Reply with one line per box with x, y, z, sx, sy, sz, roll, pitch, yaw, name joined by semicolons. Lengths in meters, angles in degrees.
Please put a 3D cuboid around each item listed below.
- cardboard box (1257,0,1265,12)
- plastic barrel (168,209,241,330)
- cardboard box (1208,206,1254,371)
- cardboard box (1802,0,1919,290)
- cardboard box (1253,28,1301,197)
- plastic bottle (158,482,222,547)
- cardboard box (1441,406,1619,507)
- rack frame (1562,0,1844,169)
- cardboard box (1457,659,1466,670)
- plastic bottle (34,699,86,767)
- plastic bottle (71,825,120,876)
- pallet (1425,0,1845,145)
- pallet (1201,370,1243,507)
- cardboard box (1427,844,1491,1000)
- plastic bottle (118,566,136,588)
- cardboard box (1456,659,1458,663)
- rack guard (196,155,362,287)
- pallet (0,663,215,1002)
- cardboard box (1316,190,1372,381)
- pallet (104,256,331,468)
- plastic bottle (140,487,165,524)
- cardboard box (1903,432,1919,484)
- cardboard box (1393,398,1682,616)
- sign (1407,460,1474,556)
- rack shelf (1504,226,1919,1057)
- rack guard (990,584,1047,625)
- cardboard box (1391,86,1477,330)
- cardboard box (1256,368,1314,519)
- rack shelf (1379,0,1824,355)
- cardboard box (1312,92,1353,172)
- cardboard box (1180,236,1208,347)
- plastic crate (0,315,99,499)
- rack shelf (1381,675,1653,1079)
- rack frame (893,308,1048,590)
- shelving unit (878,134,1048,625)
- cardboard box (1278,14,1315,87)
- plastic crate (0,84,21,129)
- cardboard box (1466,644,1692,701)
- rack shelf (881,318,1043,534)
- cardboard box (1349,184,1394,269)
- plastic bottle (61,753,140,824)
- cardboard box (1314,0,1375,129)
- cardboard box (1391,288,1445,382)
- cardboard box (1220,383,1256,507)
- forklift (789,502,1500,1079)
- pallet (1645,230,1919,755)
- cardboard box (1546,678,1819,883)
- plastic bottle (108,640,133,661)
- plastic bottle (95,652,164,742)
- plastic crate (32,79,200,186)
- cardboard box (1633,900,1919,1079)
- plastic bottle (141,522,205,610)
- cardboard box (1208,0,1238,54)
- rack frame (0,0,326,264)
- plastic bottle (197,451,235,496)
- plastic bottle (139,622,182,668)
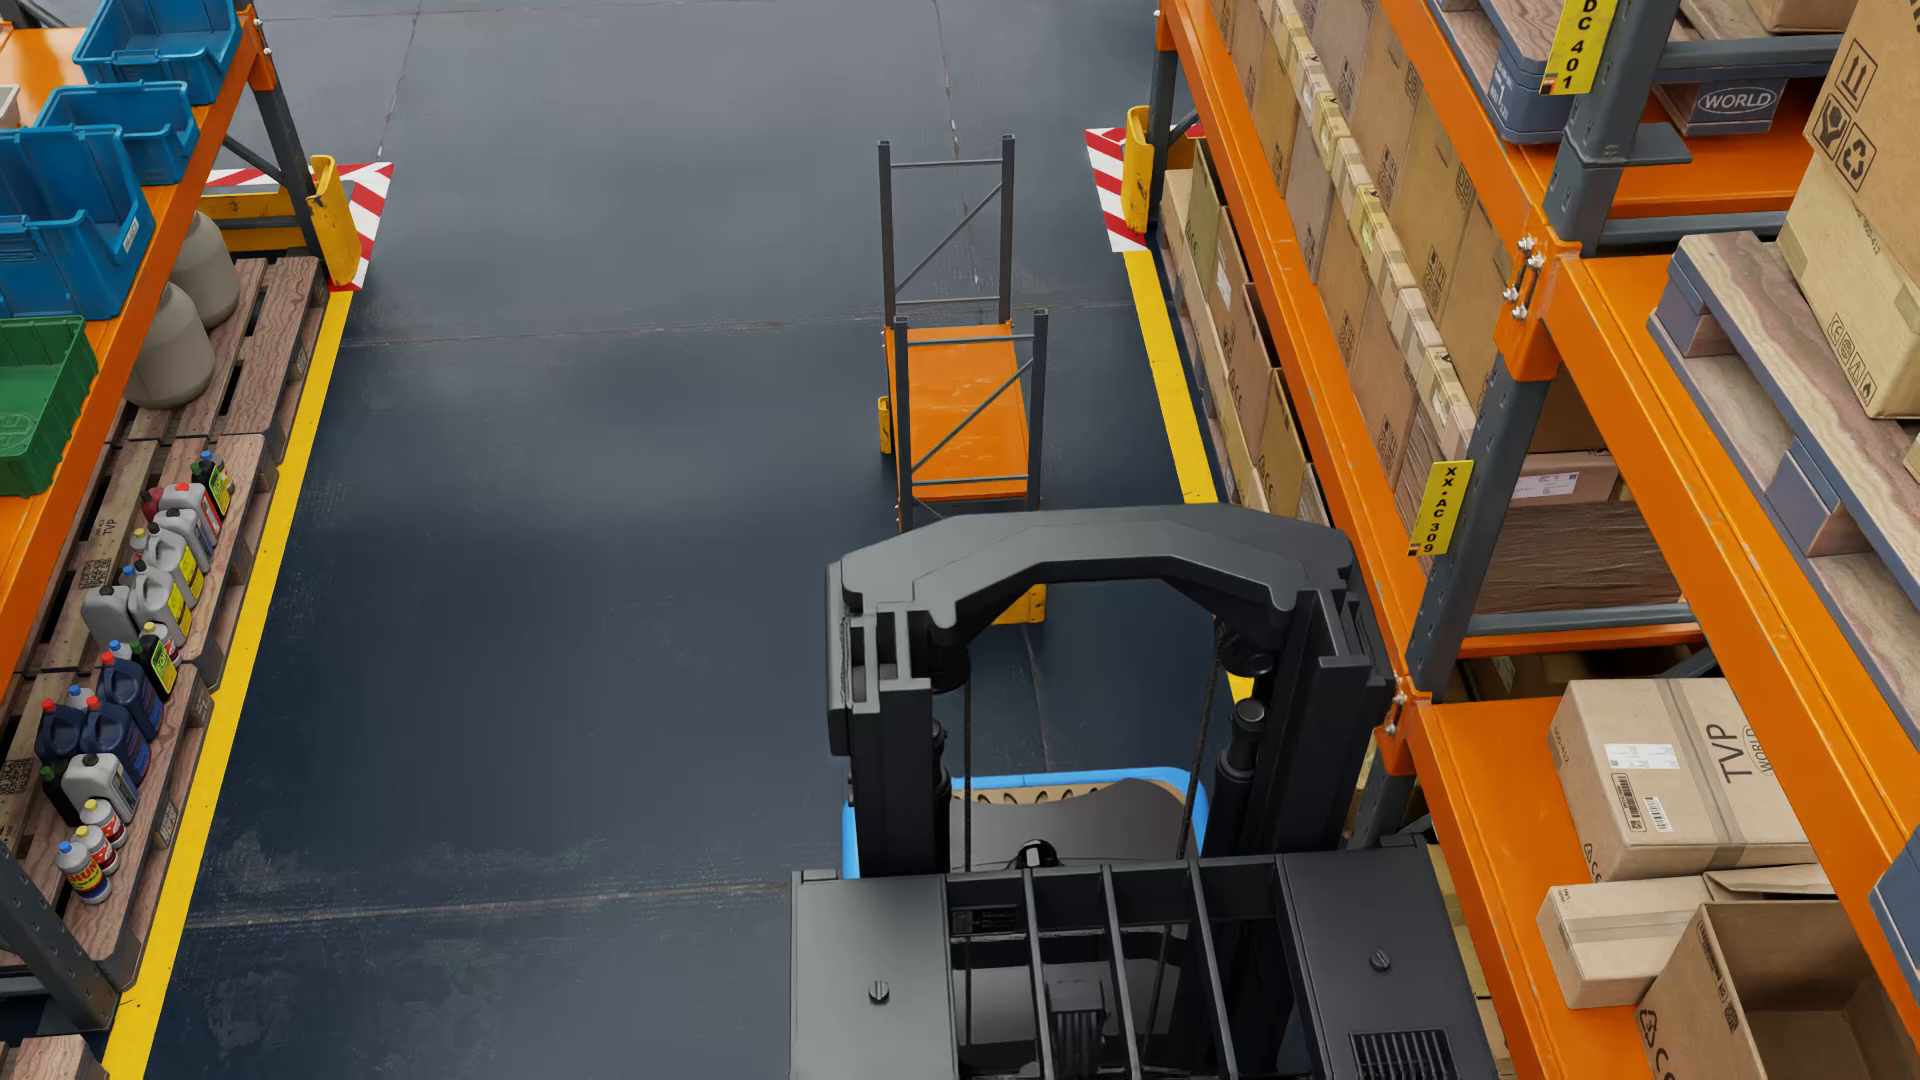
1.284;-2.086;6.144;0.380;0.149;0.250;-4;47;-4;cardboard box
-3.403;-1.199;7.243;0.421;0.512;0.421;0;47;0;plastic barrel
1.324;-1.012;6.731;0.500;0.500;0.500;-3;47;-3;cardboard box
1.749;-0.719;2.597;0.500;0.500;0.500;-3;47;-3;cardboard box
1.513;-1.636;6.165;0.700;0.500;0.500;-3;47;-3;cardboard box
-2.950;-0.110;6.361;0.152;0.276;0.135;-3;47;-3;plastic bottle
1.501;-0.227;4.383;0.380;0.149;0.250;-4;47;-3;cardboard box
1.737;-1.848;2.303;1.000;3.000;0.127;-3;47;-3;rack frame
1.963;0.300;6.005;0.500;0.250;0.500;-3;47;-3;cardboard box
-2.997;0.672;5.569;0.144;0.351;0.185;-3;47;-3;plastic bottle
-2.798;0.993;5.368;0.097;0.201;0.097;0;47;0;plastic bottle
1.640;-1.402;4.007;1.003;0.211;1.213;-3;47;-3;pallet
1.607;-0.289;6.878;1.003;0.211;1.213;-3;47;-3;pallet
1.523;1.137;4.826;0.500;0.311;0.500;-3;47;-3;cardboard box
-3.037;0.175;6.143;0.097;0.201;0.097;0;47;0;plastic bottle
1.448;0.331;5.975;0.500;0.250;0.500;-3;47;-3;cardboard box
-3.481;-1.469;7.797;1.175;0.500;0.348;-3;47;-3;rack guard
-3.214;0.983;5.673;1.003;0.211;1.213;-3;47;-3;pallet
1.605;-0.885;5.453;0.700;0.500;0.500;-3;47;-3;cardboard box
-3.418;-0.782;7.345;1.003;0.211;1.213;-3;47;-3;pallet
-3.056;-0.105;6.352;0.061;0.283;0.133;-3;47;-3;plastic bottle
1.828;-0.066;2.495;0.500;0.250;0.500;-8;47;-7;cardboard box
1.694;-0.140;4.748;0.700;0.500;0.500;-5;47;-4;cardboard box
1.184;-0.075;4.105;0.100;0.325;0.005;-3;47;-3;sign
1.904;0.878;2.283;1.077;0.370;4.000;-3;47;-3;rack shelf
0.035;0.219;6.370;0.587;0.250;0.087;-3;47;-3;rack guard
1.650;-0.952;4.623;0.700;0.500;0.500;-4;47;-3;cardboard box
1.404;-0.288;6.045;0.500;0.500;0.500;-3;47;-3;cardboard box
1.570;-2.017;5.023;1.077;0.370;4.000;-3;47;-3;rack shelf
1.371;-1.337;5.435;0.380;0.149;0.250;-2;47;-2;cardboard box
1.271;-1.115;7.345;0.500;0.250;0.500;-3;47;-3;cardboard box
-3.032;-0.413;5.222;0.450;0.188;0.662;-3;47;-3;plastic crate
1.904;1.909;3.372;1.077;0.370;4.000;-3;47;-3;rack shelf
0.035;-0.210;5.916;0.500;1.500;0.032;-3;47;-3;rack frame
-0.006;-0.571;6.258;0.587;1.500;1.083;-3;47;-3;shelving unit
1.330;-1.708;5.786;0.380;0.149;0.250;-4;47;-4;cardboard box
-3.780;-1.623;6.403;0.298;0.136;0.250;-3;47;-3;plastic crate
2.010;0.403;5.390;0.500;0.500;0.500;-3;47;-3;cardboard box
-0.007;-0.454;6.395;0.538;0.185;1.000;-3;47;-3;rack shelf
1.417;-0.963;5.080;0.380;0.149;0.250;-4;47;-3;cardboard box
-2.844;0.809;5.491;0.152;0.276;0.135;-2;47;-2;plastic bottle
1.567;-1.676;5.309;0.700;0.500;0.500;-3;47;-3;cardboard box
1.458;-0.595;4.732;0.380;0.149;0.250;-5;47;-4;cardboard box
1.349;-0.391;6.659;0.500;0.250;0.500;-3;47;-3;cardboard box
0.276;1.457;3.352;1.130;2.935;3.031;-3;47;-3;forklift
1.824;-0.114;2.858;0.805;0.209;1.217;-5;47;-5;pallet
1.822;0.620;4.200;0.500;0.250;0.500;-1;47;-1;cardboard box
-2.919;0.450;5.834;0.097;0.271;0.097;0;47;0;plastic bottle
-2.869;0.527;5.707;0.144;0.351;0.185;-5;47;-5;plastic bottle
-3.145;-1.516;6.222;0.499;0.251;0.408;-3;47;-3;plastic crate
1.829;1.118;3.556;0.500;0.500;0.500;0;47;0;cardboard box
-2.920;0.085;6.125;0.144;0.351;0.185;-2;47;-2;plastic bottle
1.428;-2.375;6.865;0.700;0.500;0.500;-3;47;-3;cardboard box
-3.534;-2.381;6.939;1.000;3.000;0.127;-3;47;-3;rack frame
-2.944;-0.268;6.562;0.097;0.201;0.097;0;47;0;plastic bottle
-2.870;0.372;5.956;0.097;0.201;0.097;0;47;0;plastic bottle
